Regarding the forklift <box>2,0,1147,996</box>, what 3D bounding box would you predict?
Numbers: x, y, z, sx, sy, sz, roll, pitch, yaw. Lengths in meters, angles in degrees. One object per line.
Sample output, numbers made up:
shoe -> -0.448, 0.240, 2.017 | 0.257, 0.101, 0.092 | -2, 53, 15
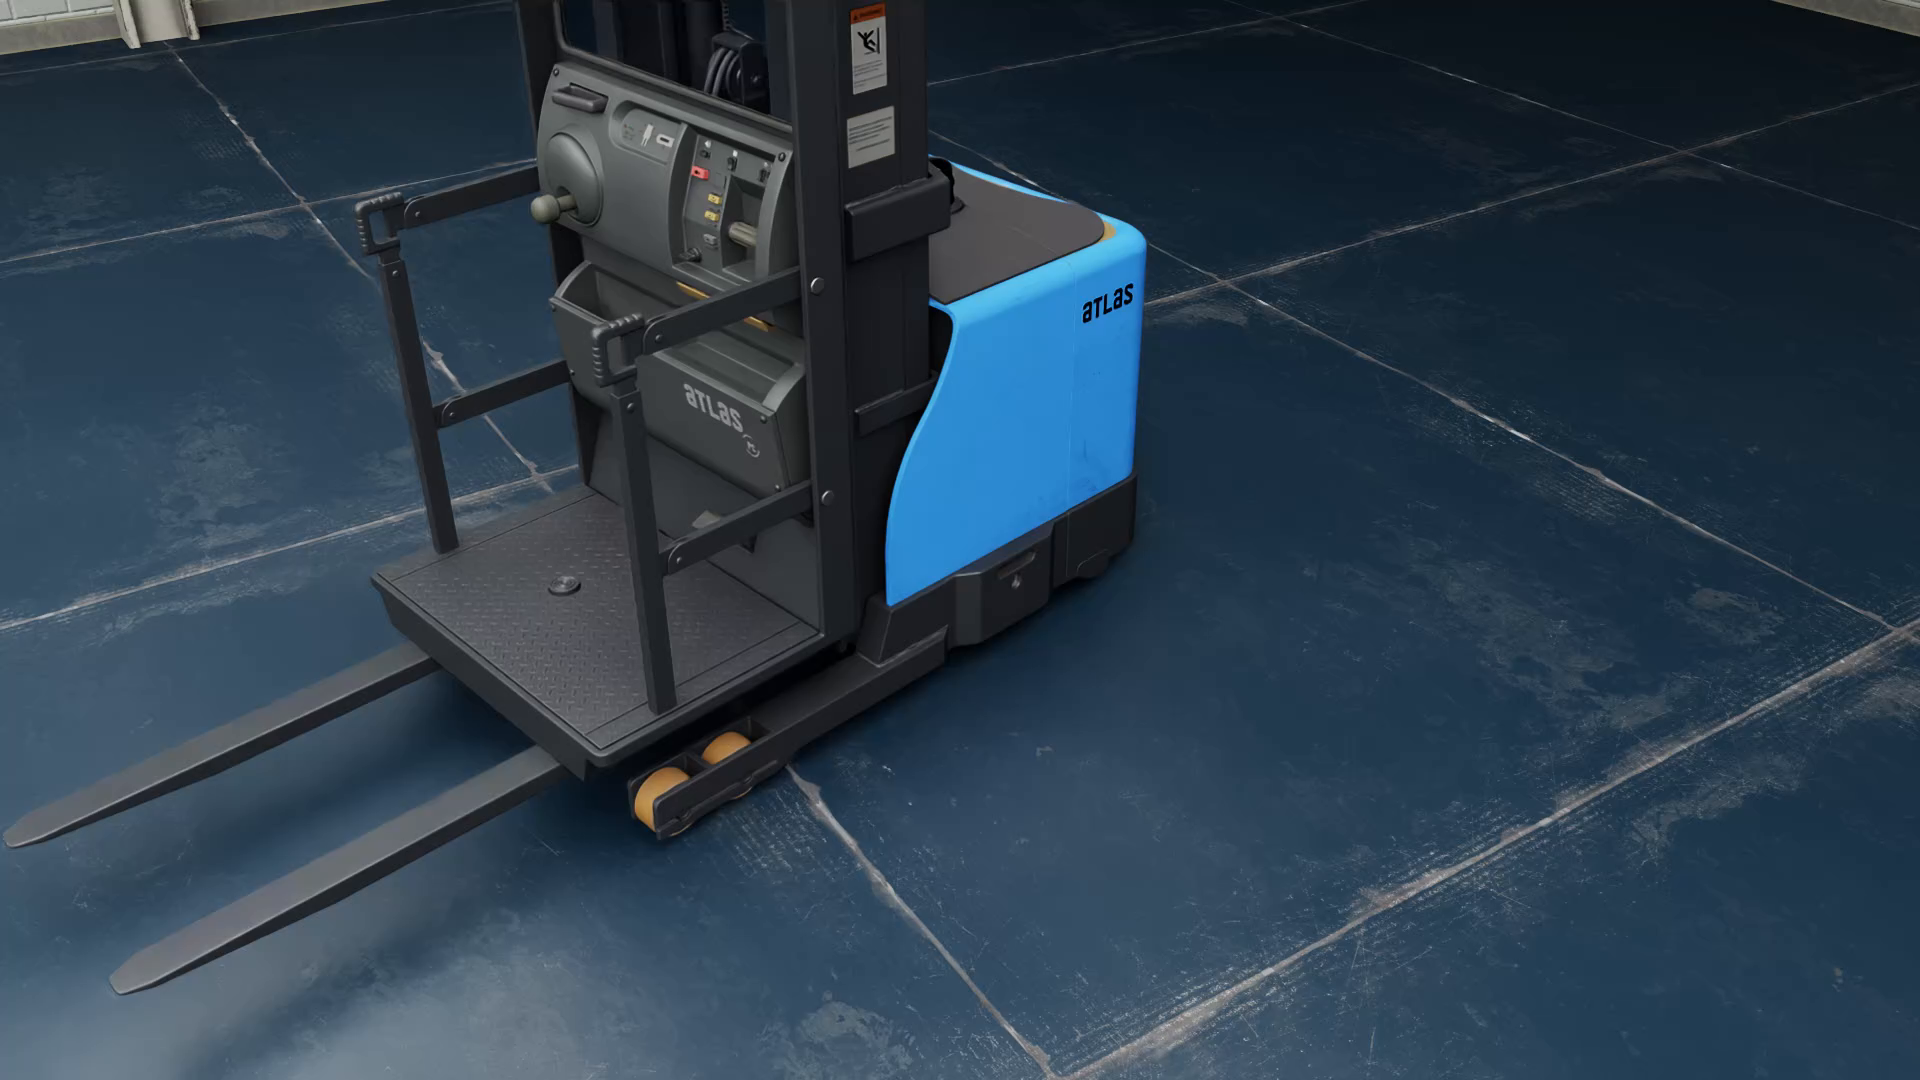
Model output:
forklift -> -0.865, -0.824, 3.808 | 3.031, 2.935, 1.130 | -28, 42, -37

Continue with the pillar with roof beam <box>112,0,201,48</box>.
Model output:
pillar with roof beam -> -2.510, -4.921, 4.617 | 0.400, 9.000, 9.100 | -19, 37, -27
